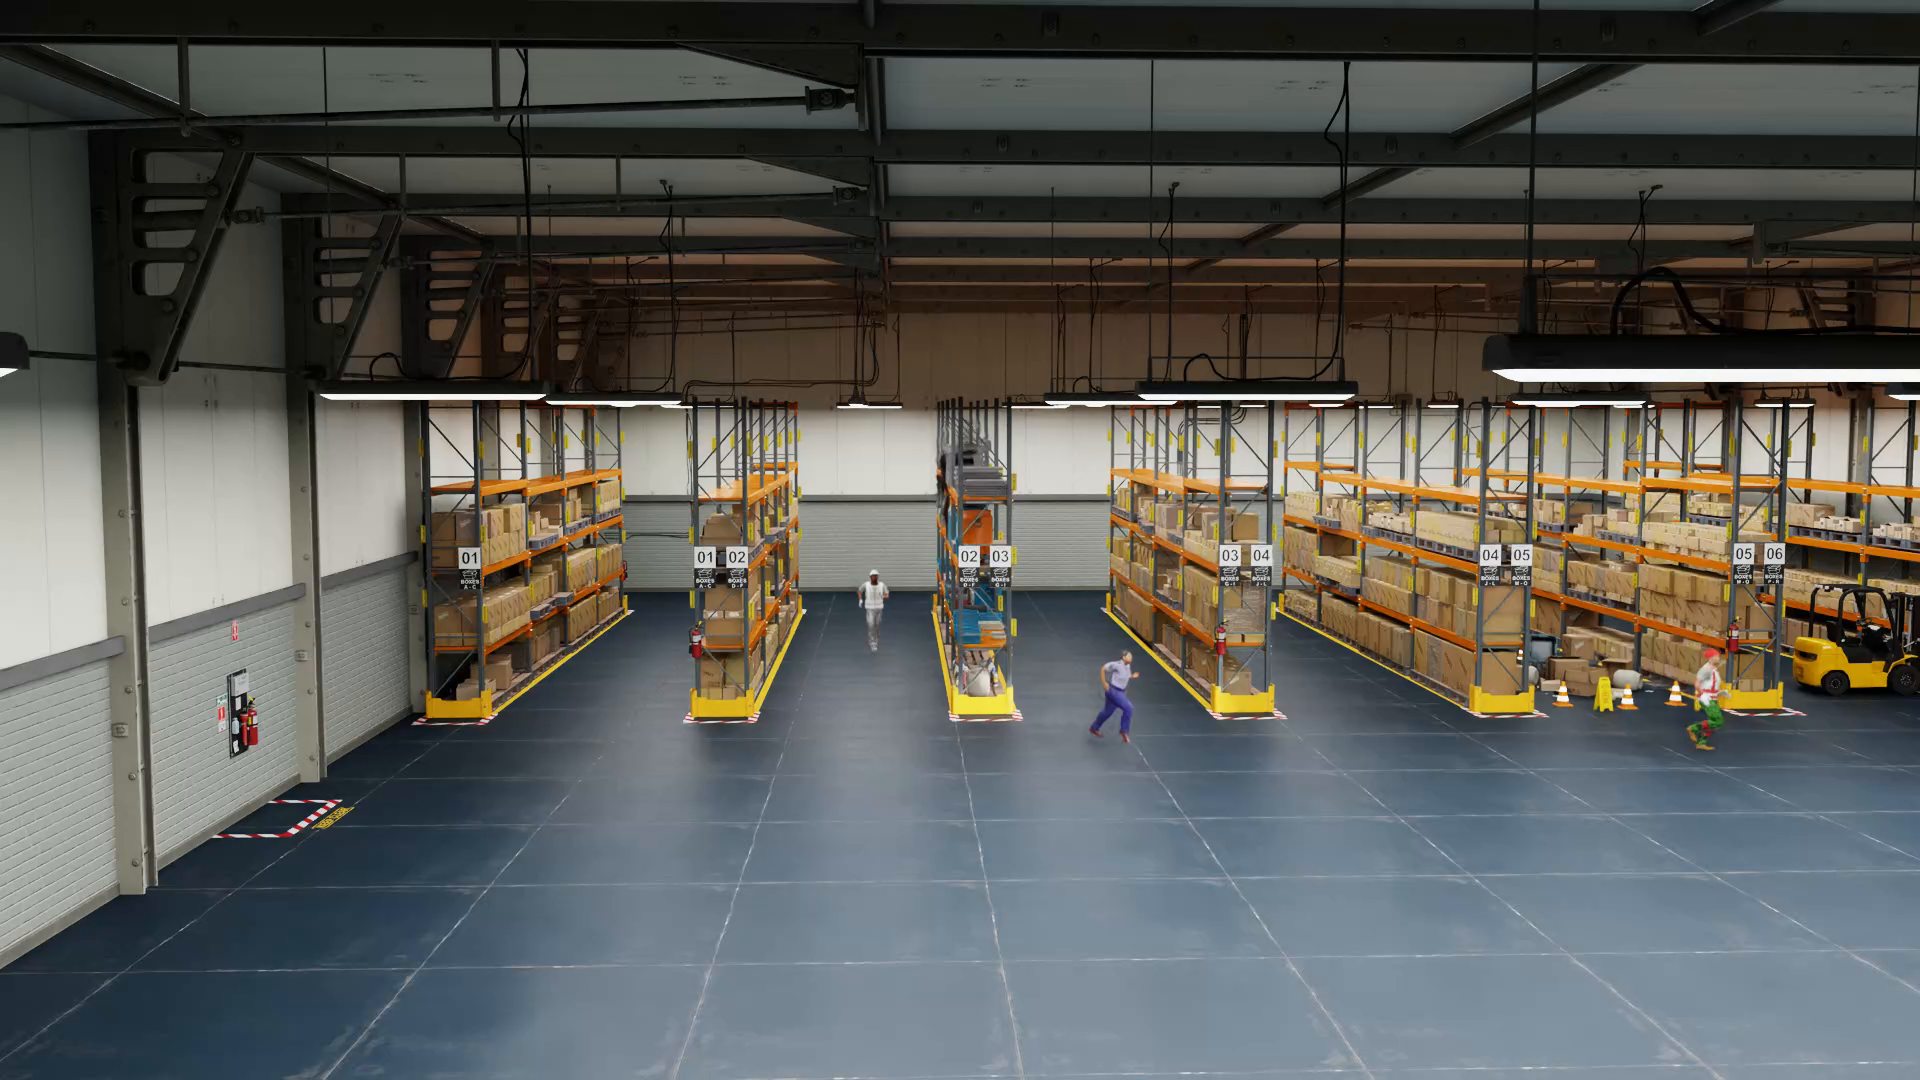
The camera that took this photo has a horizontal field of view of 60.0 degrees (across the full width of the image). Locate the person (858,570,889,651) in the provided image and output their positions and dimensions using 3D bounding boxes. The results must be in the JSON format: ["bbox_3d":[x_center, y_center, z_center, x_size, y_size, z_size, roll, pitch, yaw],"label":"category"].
[{"bbox_3d":[-1.946,1.586,37.882,0.675,1.808,0.890,-1,5,-15],"label":"person"}]

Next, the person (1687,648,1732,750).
[{"bbox_3d":[12.644,2.692,28.064,0.635,1.731,0.659,3,6,37],"label":"person"}]

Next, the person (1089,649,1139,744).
[{"bbox_3d":[2.657,2.701,28.838,0.915,1.649,0.599,2,5,22],"label":"person"}]

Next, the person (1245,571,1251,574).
[{"bbox_3d":[7.990,1.285,46.627,0.764,1.685,0.584,1,4,10],"label":"person"}]
